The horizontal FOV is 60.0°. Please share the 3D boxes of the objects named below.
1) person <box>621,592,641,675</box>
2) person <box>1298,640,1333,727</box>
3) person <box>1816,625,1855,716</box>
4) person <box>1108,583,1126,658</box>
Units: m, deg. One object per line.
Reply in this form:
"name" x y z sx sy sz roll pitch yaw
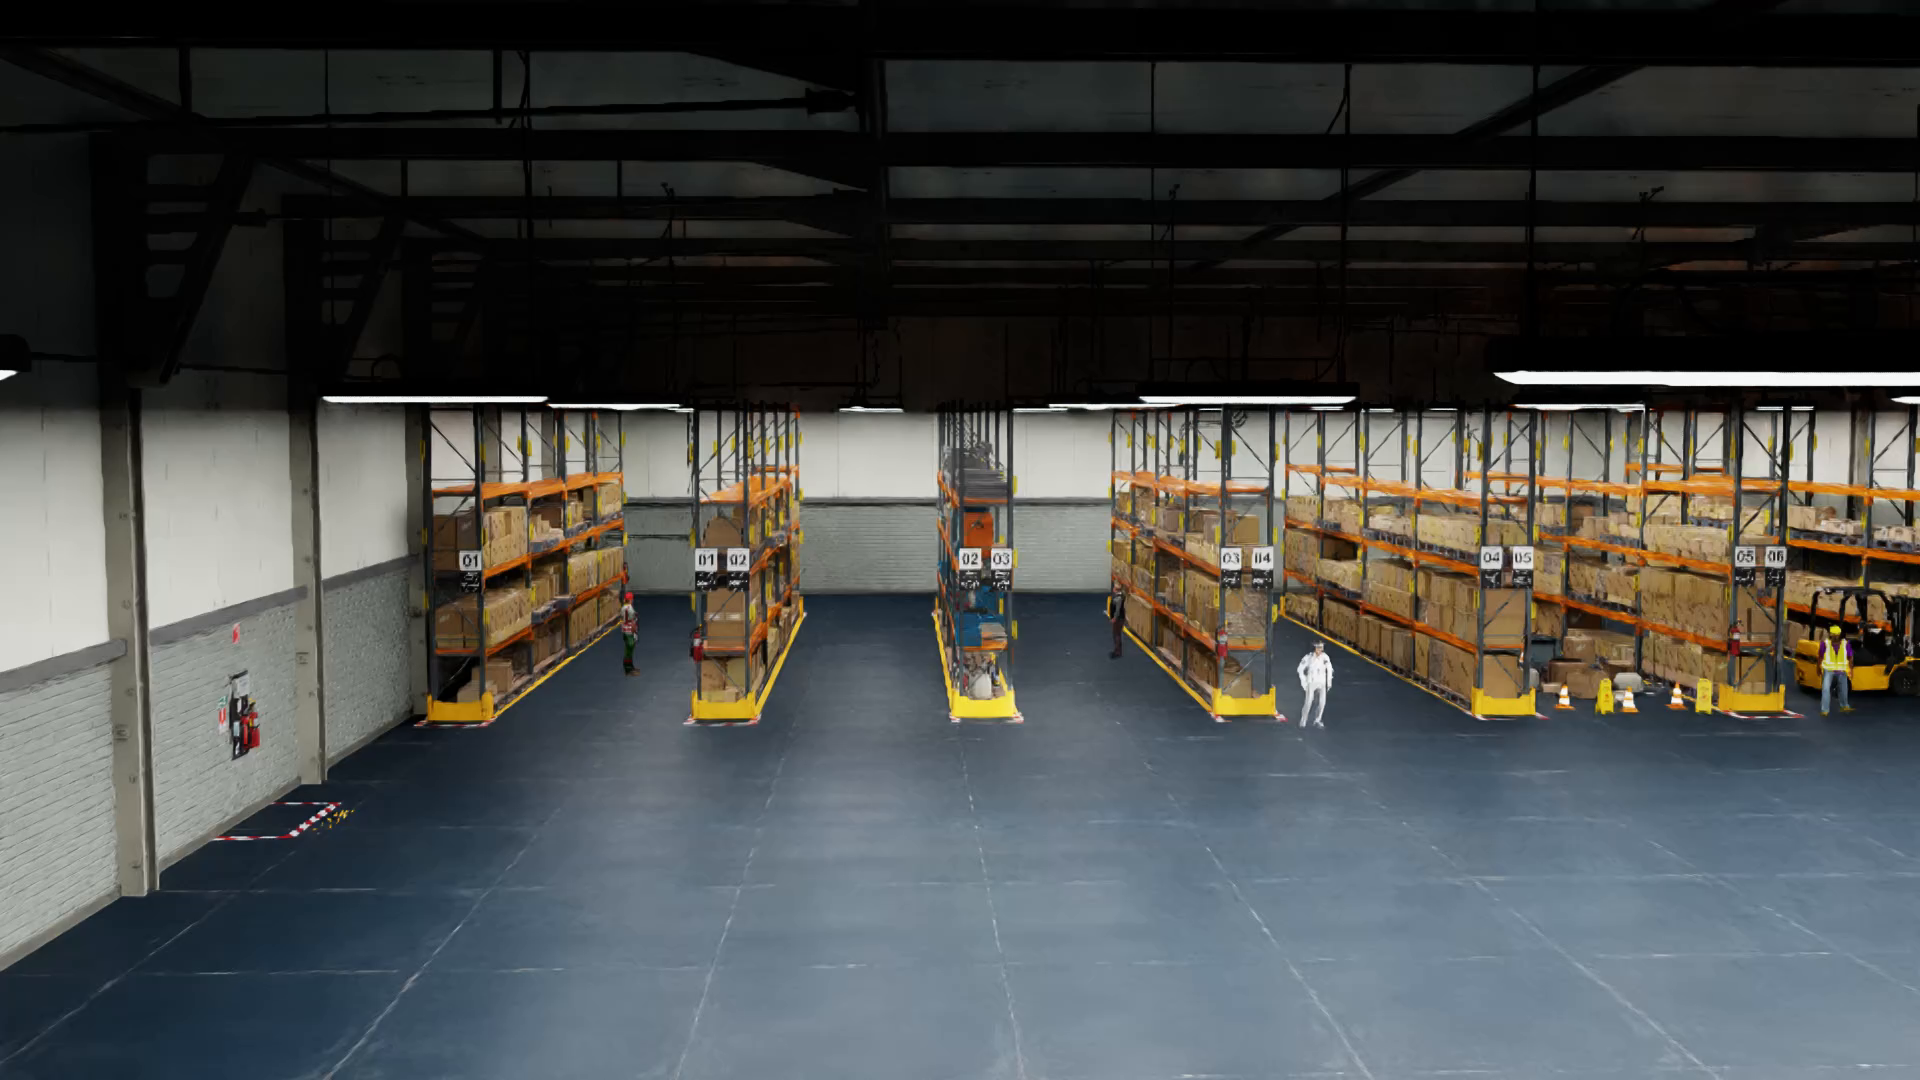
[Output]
"person" -7.218 2.037 36.560 0.454 1.788 0.601 -2 5 -30
"person" 6.489 2.610 30.371 0.639 1.632 0.512 0 4 -5
"person" 16.692 2.468 31.595 0.706 1.739 0.823 1 5 16
"person" 3.695 1.892 39.182 0.410 1.761 0.581 1 4 13
